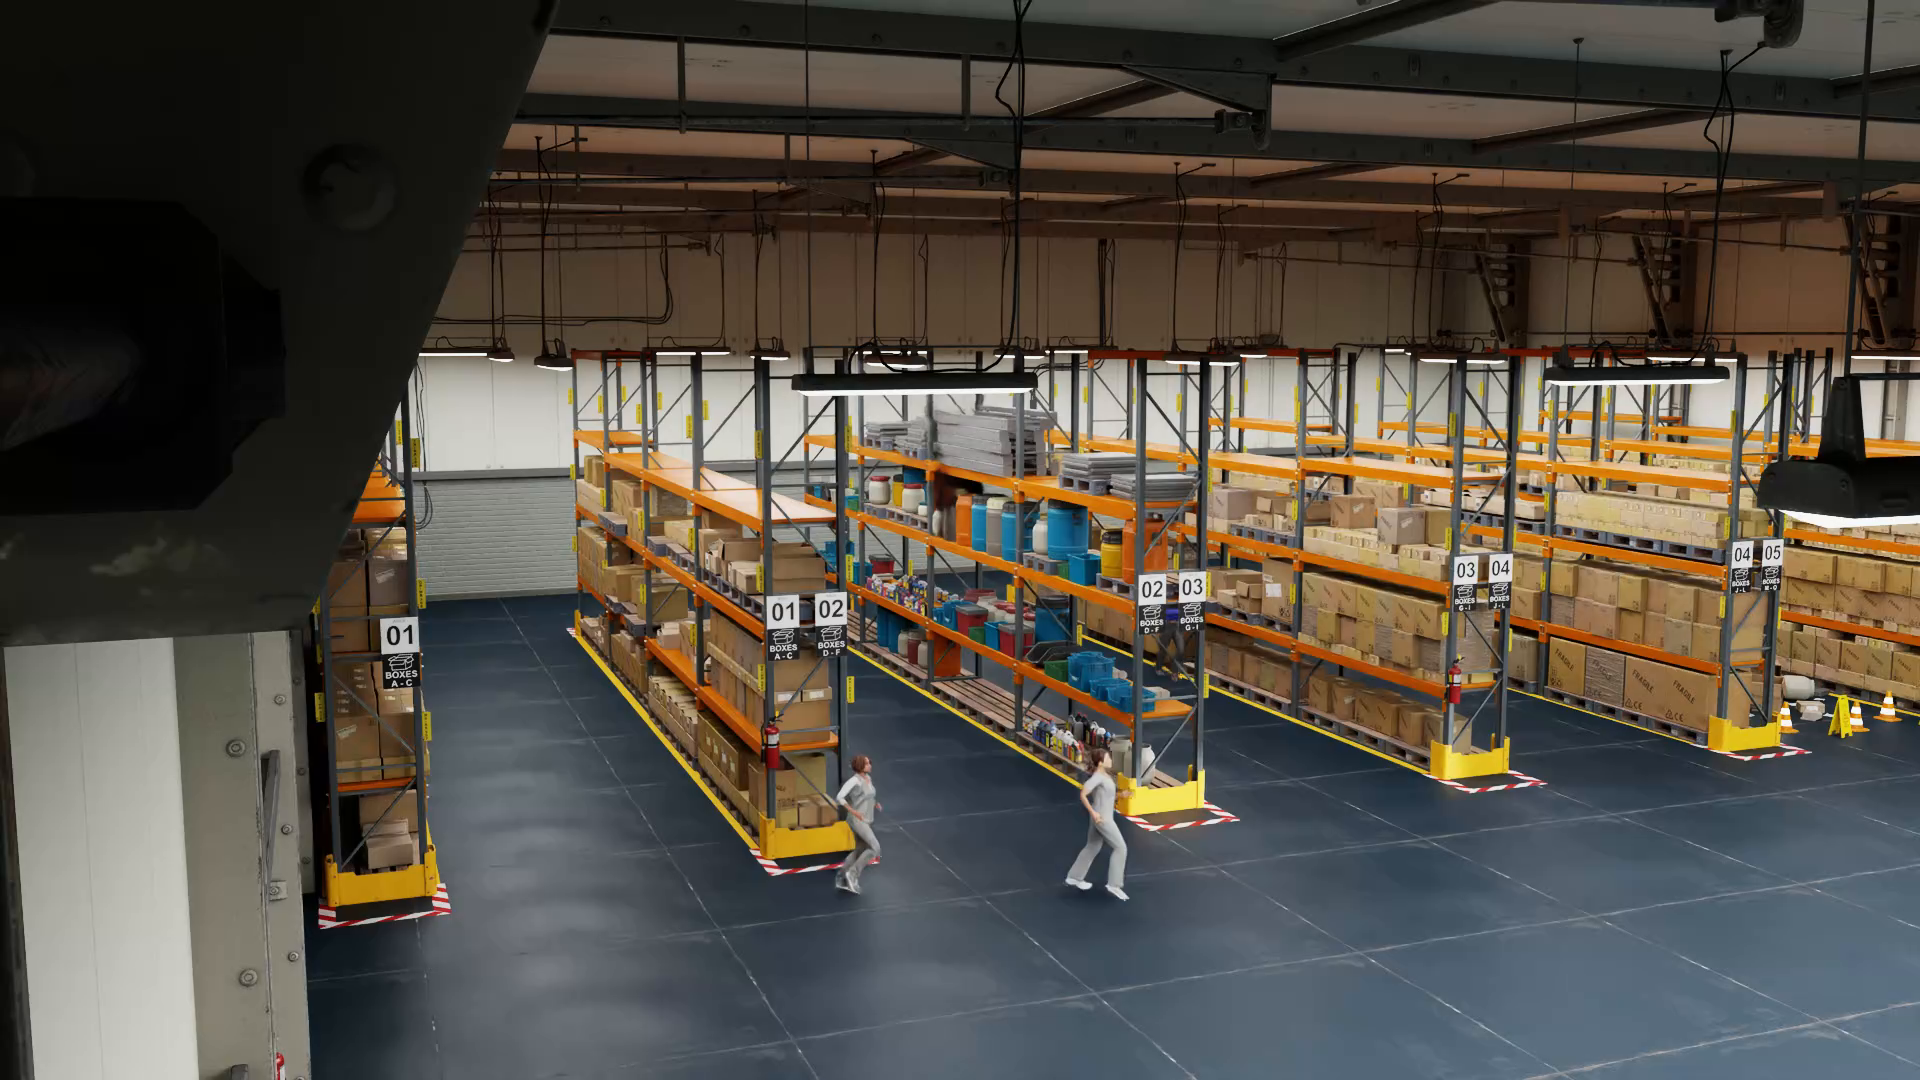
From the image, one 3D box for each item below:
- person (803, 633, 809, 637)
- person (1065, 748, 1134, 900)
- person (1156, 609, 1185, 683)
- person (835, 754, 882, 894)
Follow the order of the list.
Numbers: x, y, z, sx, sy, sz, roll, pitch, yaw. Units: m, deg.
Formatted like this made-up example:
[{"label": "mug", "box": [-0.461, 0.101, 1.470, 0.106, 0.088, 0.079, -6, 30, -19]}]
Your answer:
[{"label": "person", "box": [-2.997, 1.525, 30.244, 0.617, 1.665, 0.842, -5, 9, -34]}, {"label": "person", "box": [1.569, 3.186, 18.685, 0.764, 1.728, 0.536, 0, 7, 2]}, {"label": "person", "box": [3.719, 1.643, 28.987, 0.583, 1.699, 0.817, -2, 7, -16]}, {"label": "person", "box": [-1.132, 3.209, 18.872, 0.549, 1.563, 0.567, 2, 7, 15]}]
